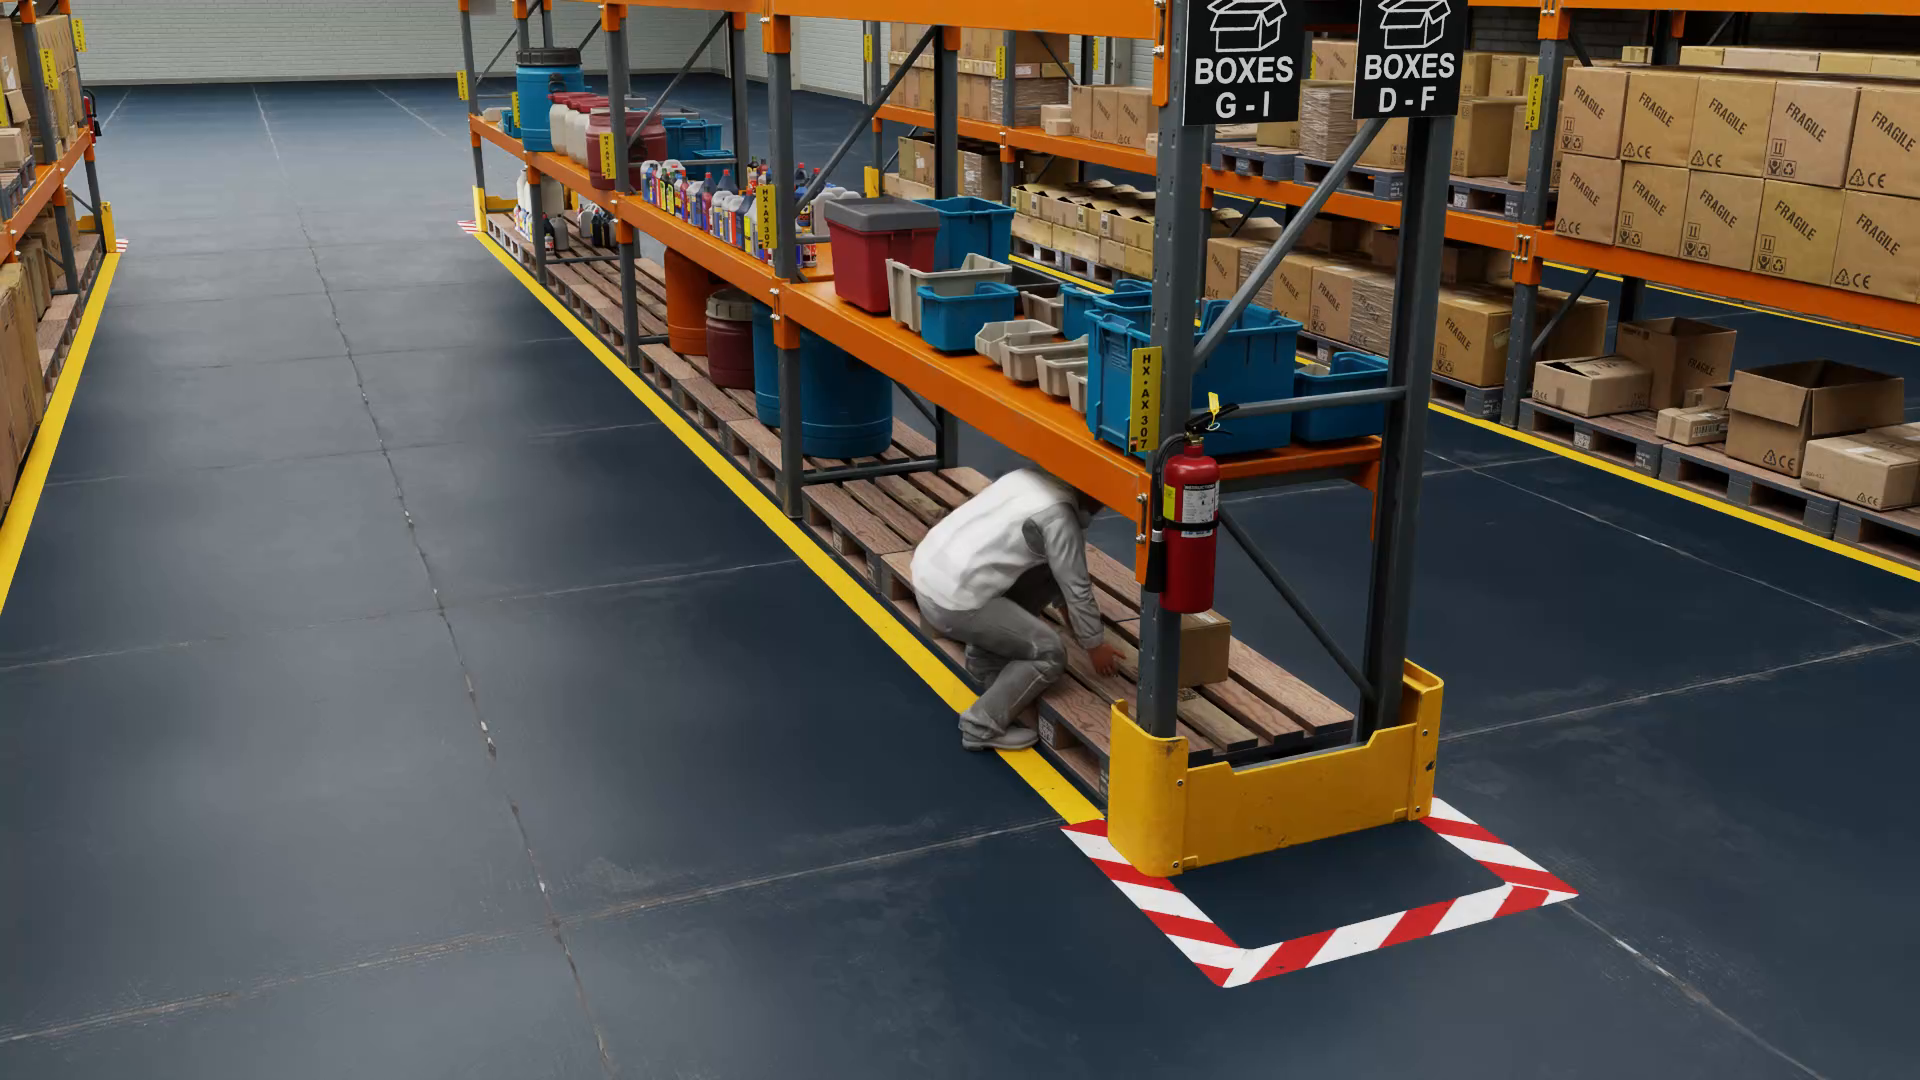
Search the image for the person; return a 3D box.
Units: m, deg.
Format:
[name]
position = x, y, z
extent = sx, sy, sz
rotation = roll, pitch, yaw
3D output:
[person]
position = 0.244, 0.189, 6.422
extent = 0.874, 1.161, 0.568
rotation = -2, 19, -6
